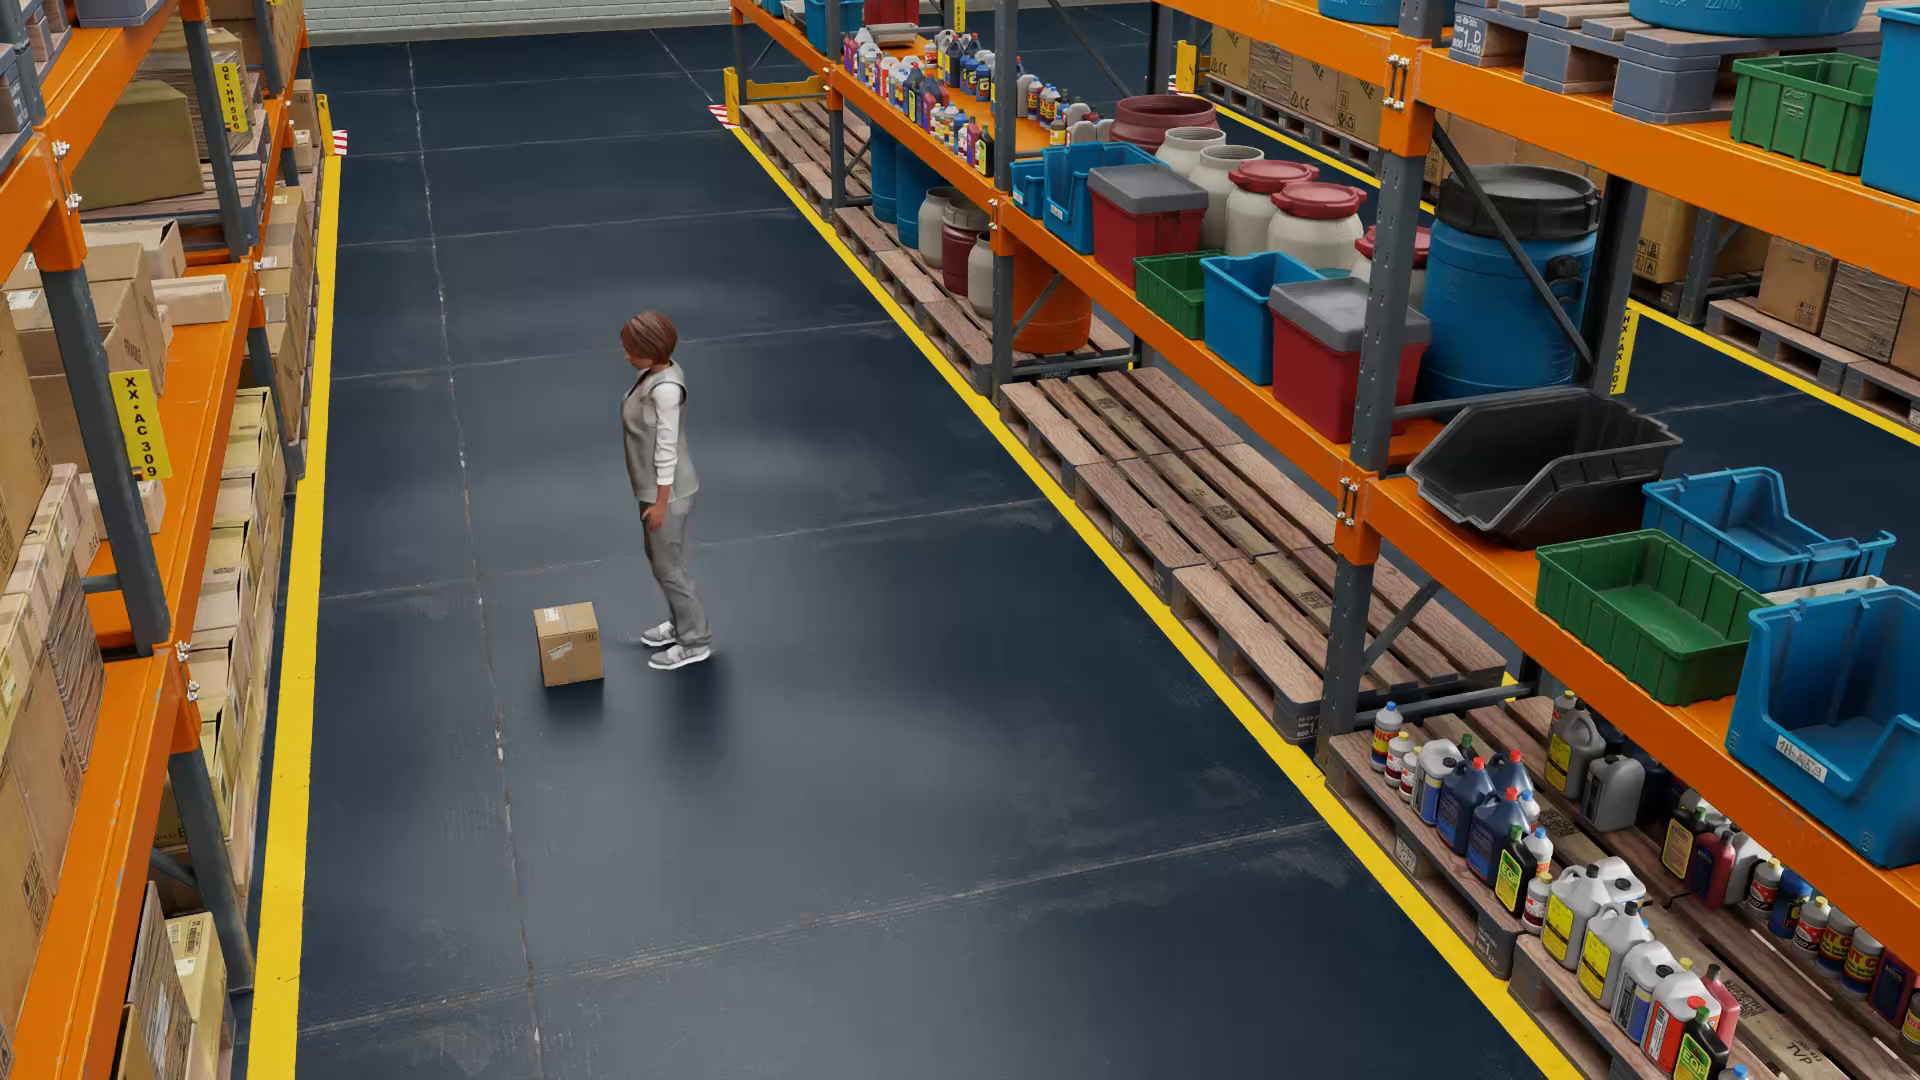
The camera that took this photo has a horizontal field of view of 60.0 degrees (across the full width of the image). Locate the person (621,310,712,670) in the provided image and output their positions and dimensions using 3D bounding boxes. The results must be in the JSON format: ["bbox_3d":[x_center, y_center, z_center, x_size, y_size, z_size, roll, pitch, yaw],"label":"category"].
[{"bbox_3d":[-1.253,-0.196,7.042,0.299,1.582,0.407,-8,28,-15],"label":"person"}]
